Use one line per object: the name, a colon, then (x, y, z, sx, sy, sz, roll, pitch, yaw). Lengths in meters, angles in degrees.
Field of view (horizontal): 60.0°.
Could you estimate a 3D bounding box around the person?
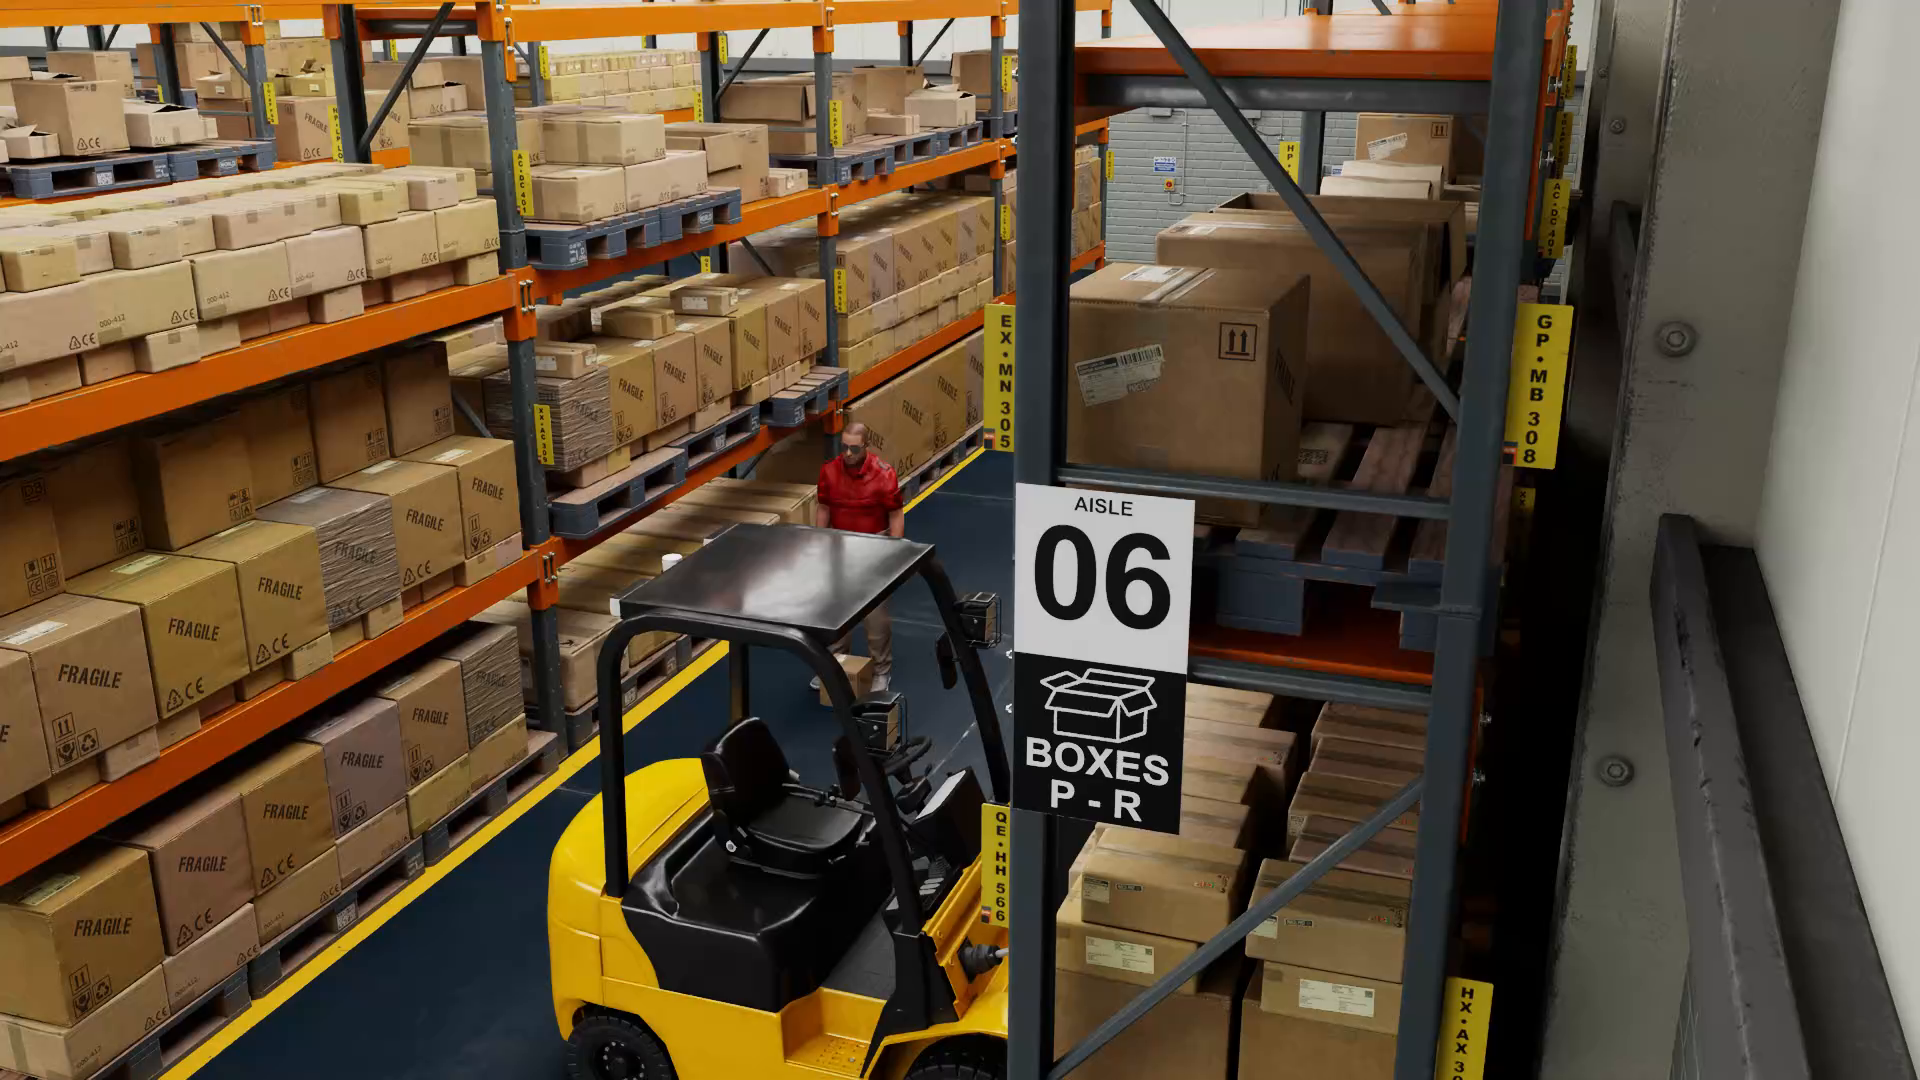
person: (-0.634, 0.098, 10.291, 0.584, 1.726, 0.399, 6, 19, 18)
